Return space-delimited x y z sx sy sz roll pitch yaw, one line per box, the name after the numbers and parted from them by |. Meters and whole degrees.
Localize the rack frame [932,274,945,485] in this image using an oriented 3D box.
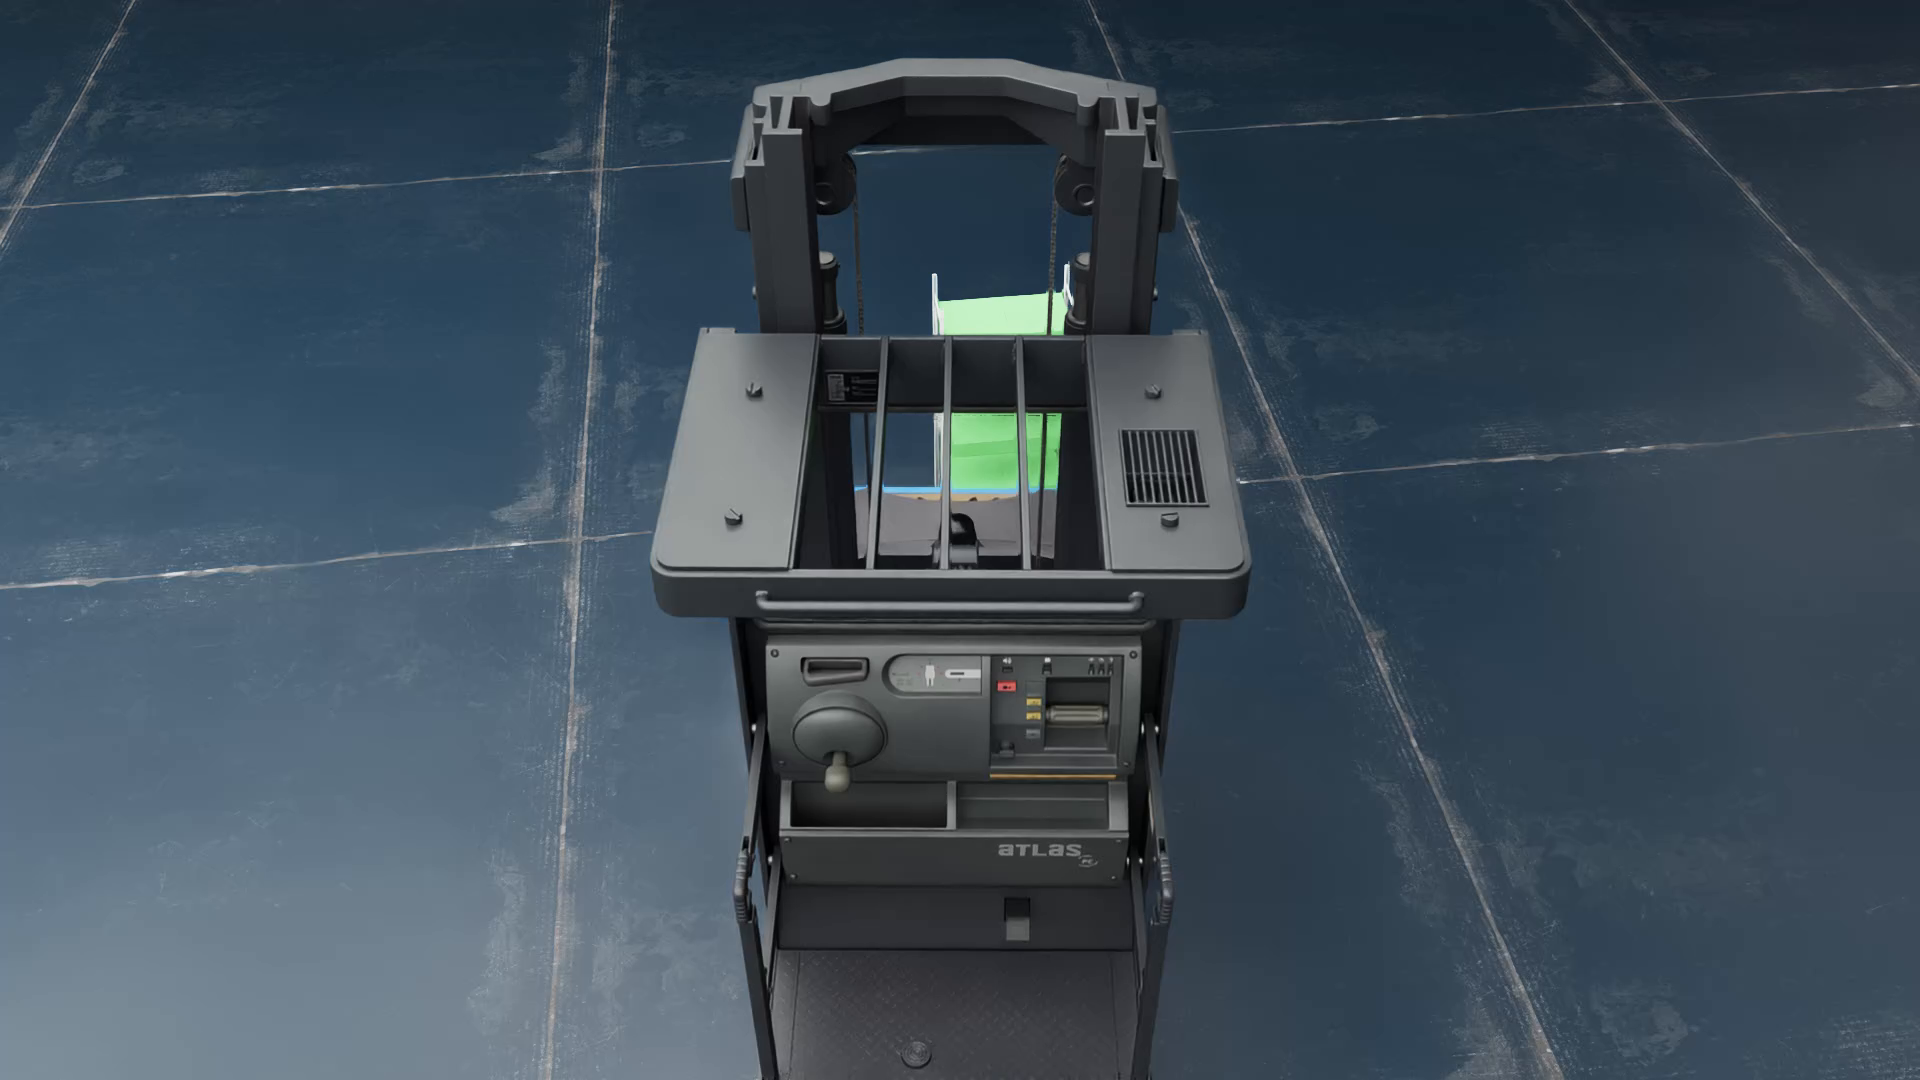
-0.078 -0.439 6.341 0.015 1.200 0.240 -5 42 -6 | rack frame

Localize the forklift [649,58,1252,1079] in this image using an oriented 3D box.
-0.014 0.517 3.988 1.130 2.935 3.031 0 42 0 | forklift

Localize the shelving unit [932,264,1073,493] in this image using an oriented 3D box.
0.164 -0.460 6.364 0.503 1.200 0.258 -5 42 -6 | shelving unit

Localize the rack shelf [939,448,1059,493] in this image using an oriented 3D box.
0.164 -0.234 6.568 0.480 0.148 0.258 -5 42 -6 | rack shelf

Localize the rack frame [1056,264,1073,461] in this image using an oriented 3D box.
0.406 -0.481 6.388 0.015 1.200 0.240 -5 42 -6 | rack frame

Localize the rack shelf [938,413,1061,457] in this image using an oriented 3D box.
0.164 -0.412 6.407 0.480 0.148 0.258 -5 42 -6 | rack shelf

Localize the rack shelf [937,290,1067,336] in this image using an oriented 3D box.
0.164 -0.769 6.085 0.480 0.148 0.258 -5 42 -6 | rack shelf
